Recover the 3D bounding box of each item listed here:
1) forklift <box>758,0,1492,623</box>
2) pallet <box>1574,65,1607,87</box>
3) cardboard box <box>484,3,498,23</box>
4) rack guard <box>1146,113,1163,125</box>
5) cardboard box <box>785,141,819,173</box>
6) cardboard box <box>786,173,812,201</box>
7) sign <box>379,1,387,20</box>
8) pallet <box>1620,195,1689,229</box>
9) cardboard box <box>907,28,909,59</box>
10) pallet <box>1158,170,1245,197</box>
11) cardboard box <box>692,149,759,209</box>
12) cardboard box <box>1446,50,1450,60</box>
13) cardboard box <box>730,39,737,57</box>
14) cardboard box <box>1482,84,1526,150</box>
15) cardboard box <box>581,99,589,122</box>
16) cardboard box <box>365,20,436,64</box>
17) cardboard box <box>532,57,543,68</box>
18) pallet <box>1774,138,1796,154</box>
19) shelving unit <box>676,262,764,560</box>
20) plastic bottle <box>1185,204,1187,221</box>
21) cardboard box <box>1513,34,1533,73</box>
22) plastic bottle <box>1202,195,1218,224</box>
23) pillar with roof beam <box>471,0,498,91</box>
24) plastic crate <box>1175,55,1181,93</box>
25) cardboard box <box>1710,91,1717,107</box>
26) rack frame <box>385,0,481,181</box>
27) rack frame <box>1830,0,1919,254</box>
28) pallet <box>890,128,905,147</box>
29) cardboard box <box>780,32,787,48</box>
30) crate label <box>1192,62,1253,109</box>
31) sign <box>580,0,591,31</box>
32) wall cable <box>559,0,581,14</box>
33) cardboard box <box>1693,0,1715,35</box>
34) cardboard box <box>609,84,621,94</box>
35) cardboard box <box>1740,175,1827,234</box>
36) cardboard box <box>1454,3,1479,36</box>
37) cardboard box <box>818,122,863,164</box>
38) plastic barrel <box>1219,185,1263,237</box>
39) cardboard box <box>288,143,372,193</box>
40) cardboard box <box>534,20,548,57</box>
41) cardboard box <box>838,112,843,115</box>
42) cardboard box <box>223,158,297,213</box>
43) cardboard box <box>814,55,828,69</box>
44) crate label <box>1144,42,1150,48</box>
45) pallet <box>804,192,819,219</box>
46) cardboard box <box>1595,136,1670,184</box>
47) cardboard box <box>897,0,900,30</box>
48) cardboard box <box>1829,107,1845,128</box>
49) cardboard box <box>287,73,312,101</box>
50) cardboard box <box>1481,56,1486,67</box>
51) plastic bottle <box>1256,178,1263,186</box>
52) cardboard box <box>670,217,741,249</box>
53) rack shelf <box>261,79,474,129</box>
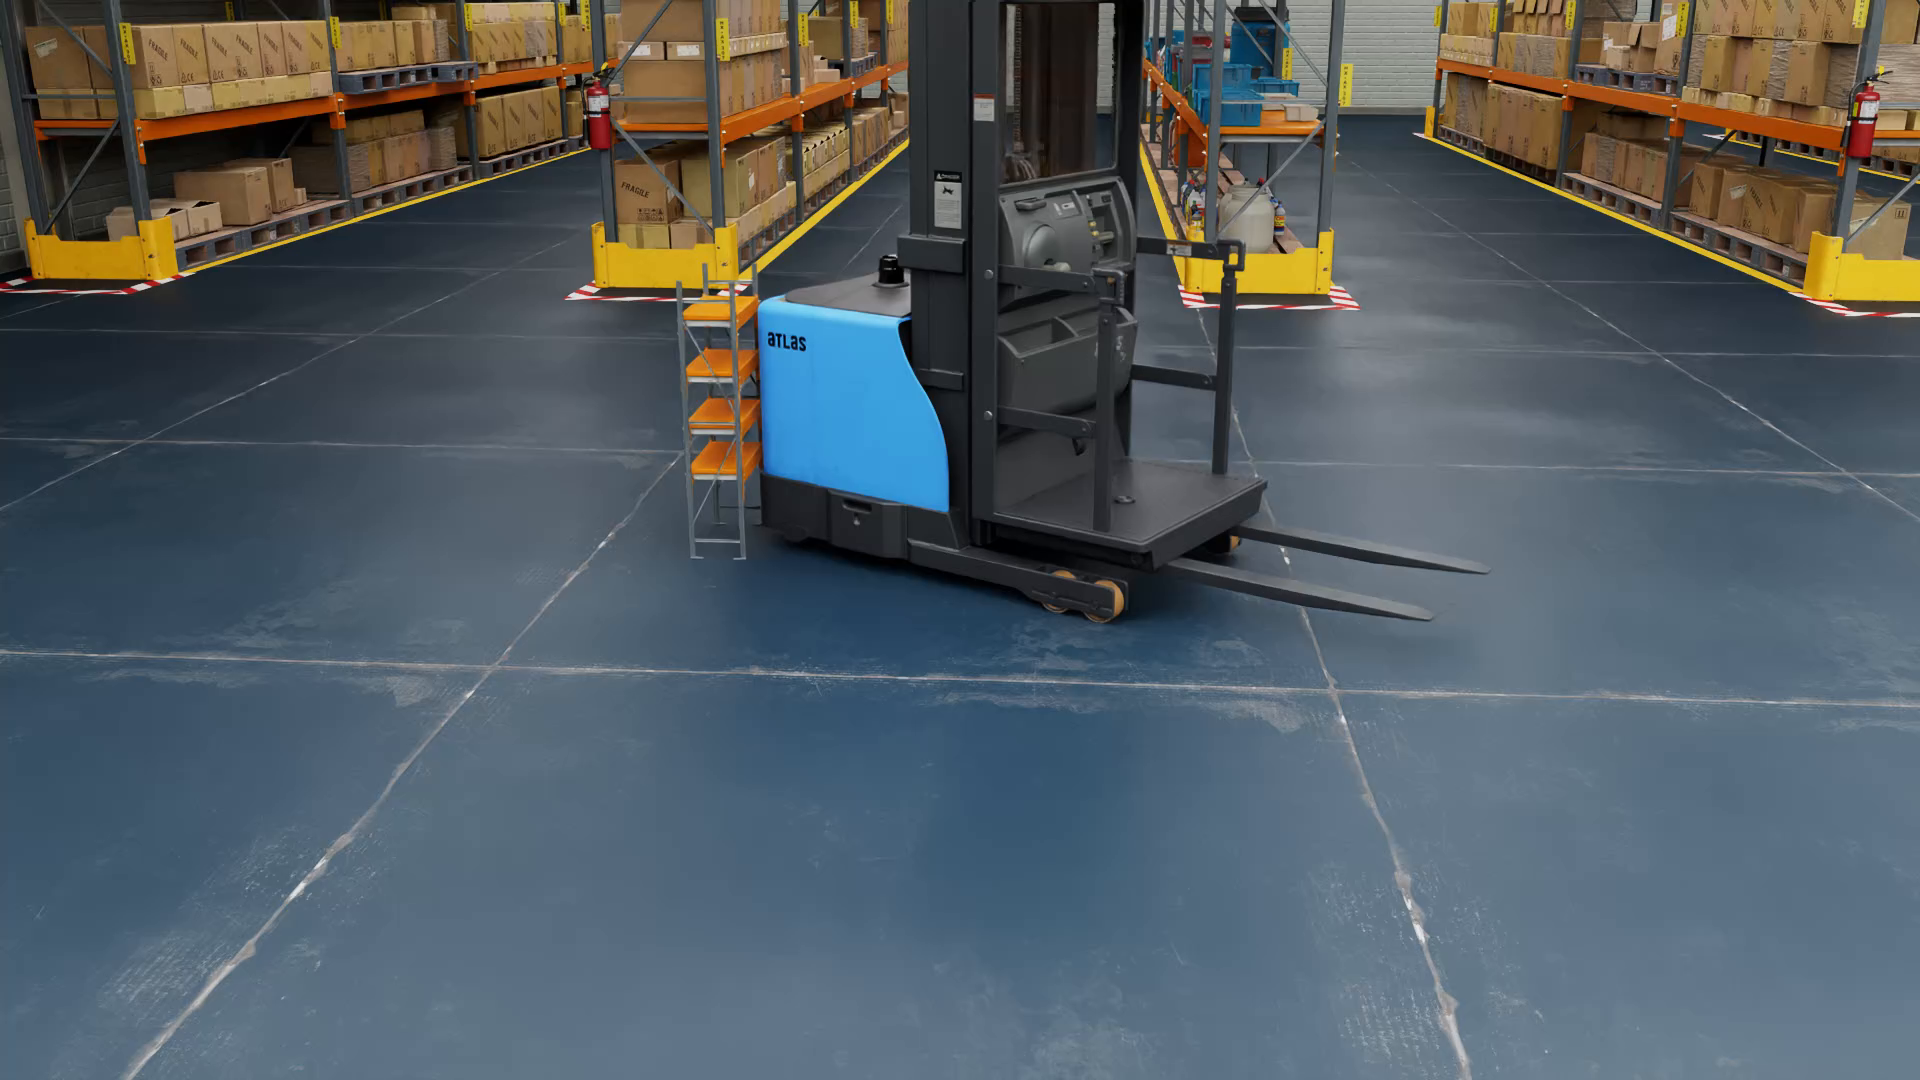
[{"bbox_3d":[0.612,-1.257,6.554,3.031,2.935,1.130,12,22,33],"label":"forklift"},{"bbox_3d":[8.054,-5.524,19.773,1.213,0.211,1.003,1,18,4],"label":"pallet"},{"bbox_3d":[-6.495,-7.028,22.179,0.500,0.250,0.500,1,18,3],"label":"cardboard box"},{"bbox_3d":[3.621,-7.254,28.759,1.175,0.500,0.348,1,18,4],"label":"rack guard"},{"bbox_3d":[-1.849,-4.257,18.437,0.500,0.311,0.500,1,18,3],"label":"cardboard box"},{"bbox_3d":[-1.892,-3.832,18.041,0.500,0.250,0.500,1,18,3],"label":"cardboard box"},{"bbox_3d":[-7.377,-6.732,21.292,0.100,0.325,0.005,1,18,4],"label":"sign"},{"bbox_3d":[7.766,-3.513,17.807,1.003,0.211,1.213,1,18,4],"label":"pallet"},{"bbox_3d":[-1.102,-8.287,27.736,0.500,0.500,0.500,1,18,4],"label":"cardboard box"},{"bbox_3d":[2.964,-4.385,20.466,1.003,0.211,1.213,1,18,4],"label":"pallet"},{"bbox_3d":[-2.138,-3.298,15.209,0.500,0.500,0.500,1,18,4],"label":"cardboard box"},{"bbox_3d":[8.183,-7.942,27.248,0.380,0.149,0.250,1,18,3],"label":"cardboard box"},{"bbox_3d":[-2.156,-4.287,14.488,0.380,0.149,0.250,1,18,3],"label":"cardboard box"},{"bbox_3d":[8.260,-6.072,23.875,1.225,0.875,0.875,1,18,4],"label":"cardboard box"},{"bbox_3d":[-6.341,-6.811,26.731,0.700,0.500,0.500,1,18,3],"label":"cardboard box"},{"bbox_3d":[-6.860,-6.107,20.376,0.700,0.500,0.500,0,18,-1],"label":"cardboard box"},{"bbox_3d":[-6.296,-6.950,24.188,0.380,0.149,0.250,1,18,4],"label":"cardboard box"},{"bbox_3d":[13.323,-6.203,26.016,1.003,0.211,1.213,1,18,4],"label":"pallet"},{"bbox_3d":[-1.024,-0.563,7.216,0.258,1.200,0.503,1,18,4],"label":"shelving unit"},{"bbox_3d":[2.243,-3.199,16.157,0.097,0.201,0.097,0,18,0],"label":"plastic bottle"},{"bbox_3d":[7.932,-6.680,22.832,0.500,0.500,0.500,1,18,3],"label":"cardboard box"},{"bbox_3d":[2.406,-3.194,16.022,0.152,0.276,0.135,1,18,4],"label":"plastic bottle"},{"bbox_3d":[-3.055,-10.405,24.724,9.100,9.000,0.400,1,18,4],"label":"pillar with roof beam"},{"bbox_3d":[2.541,-5.049,18.041,0.392,0.384,0.575,1,18,4],"label":"plastic crate"},{"bbox_3d":[7.367,-4.184,15.778,0.380,0.149,0.250,1,18,4],"label":"cardboard box"},{"bbox_3d":[-6.823,-6.171,21.438,1.000,3.000,0.127,1,18,4],"label":"rack frame"},{"bbox_3d":[7.425,-3.354,12.843,1.000,3.000,0.127,1,18,4],"label":"rack frame"},{"bbox_3d":[-1.460,-6.572,27.140,1.003,0.211,1.213,1,18,4],"label":"pallet"},{"bbox_3d":[-1.974,-5.086,16.924,0.380,0.149,0.250,1,18,4],"label":"cardboard box"},{"bbox_3d":[2.347,-4.059,14.938,0.502,0.435,0.616,1,18,4],"label":"crate label"},{"bbox_3d":[-2.995,-4.256,13.354,0.100,0.325,0.005,1,18,4],"label":"sign"},{"bbox_3d":[-7.101,-9.557,30.141,0.084,1.984,1.851,1,18,4],"label":"wall cable"},{"bbox_3d":[7.426,-5.127,16.008,0.500,0.500,0.500,1,18,4],"label":"cardboard box"},{"bbox_3d":[-6.027,-7.712,28.439,0.380,0.149,0.250,1,18,3],"label":"cardboard box"},{"bbox_3d":[7.644,-3.112,15.445,0.500,0.500,0.500,0,18,-1],"label":"cardboard box"},{"bbox_3d":[8.202,-8.291,26.467,0.500,0.500,0.500,1,18,2],"label":"cardboard box"},{"bbox_3d":[-1.564,-5.218,21.837,0.500,0.500,0.500,2,18,6],"label":"cardboard box"},{"bbox_3d":[2.492,-2.844,14.606,0.421,0.512,0.421,0,18,0],"label":"plastic barrel"},{"bbox_3d":[-7.073,-4.179,18.666,0.700,0.500,0.500,2,18,6],"label":"cardboard box"},{"bbox_3d":[-6.344,-7.304,24.225,0.500,0.500,0.500,1,18,4],"label":"cardboard box"},{"bbox_3d":[-1.943,-5.859,23.795,0.500,0.500,0.500,2,18,5],"label":"cardboard box"},{"bbox_3d":[-7.144,-3.626,16.981,0.500,0.500,0.500,0,18,0],"label":"cardboard box"},{"bbox_3d":[-1.951,-5.907,20.776,0.500,0.311,0.500,2,18,7],"label":"cardboard box"},{"bbox_3d":[3.286,-8.314,28.151,0.416,0.233,0.303,1,18,4],"label":"crate label"},{"bbox_3d":[-2.155,-3.724,18.448,1.003,0.211,1.213,1,18,4],"label":"pallet"},{"bbox_3d":[7.944,-4.479,19.583,0.700,0.500,0.500,0,18,-1],"label":"cardboard box"},{"bbox_3d":[-1.207,-8.286,26.128,0.500,0.500,0.500,1,18,2],"label":"cardboard box"},{"bbox_3d":[7.258,-3.406,13.403,0.380,0.149,0.250,1,18,4],"label":"cardboard box"},{"bbox_3d":[-6.885,-4.558,16.726,0.500,0.250,0.500,1,18,4],"label":"cardboard box"},{"bbox_3d":[7.999,-7.144,24.812,0.380,0.149,0.250,2,18,5],"label":"cardboard box"},{"bbox_3d":[3.013,-3.451,16.686,0.144,0.351,0.185,1,18,2],"label":"plastic bottle"},{"bbox_3d":[-2.195,-2.631,14.377,0.500,0.250,0.500,1,18,4],"label":"cardboard box"},{"bbox_3d":[-6.966,-5.208,19.654,1.077,0.370,4.000,1,18,4],"label":"rack shelf"}]
